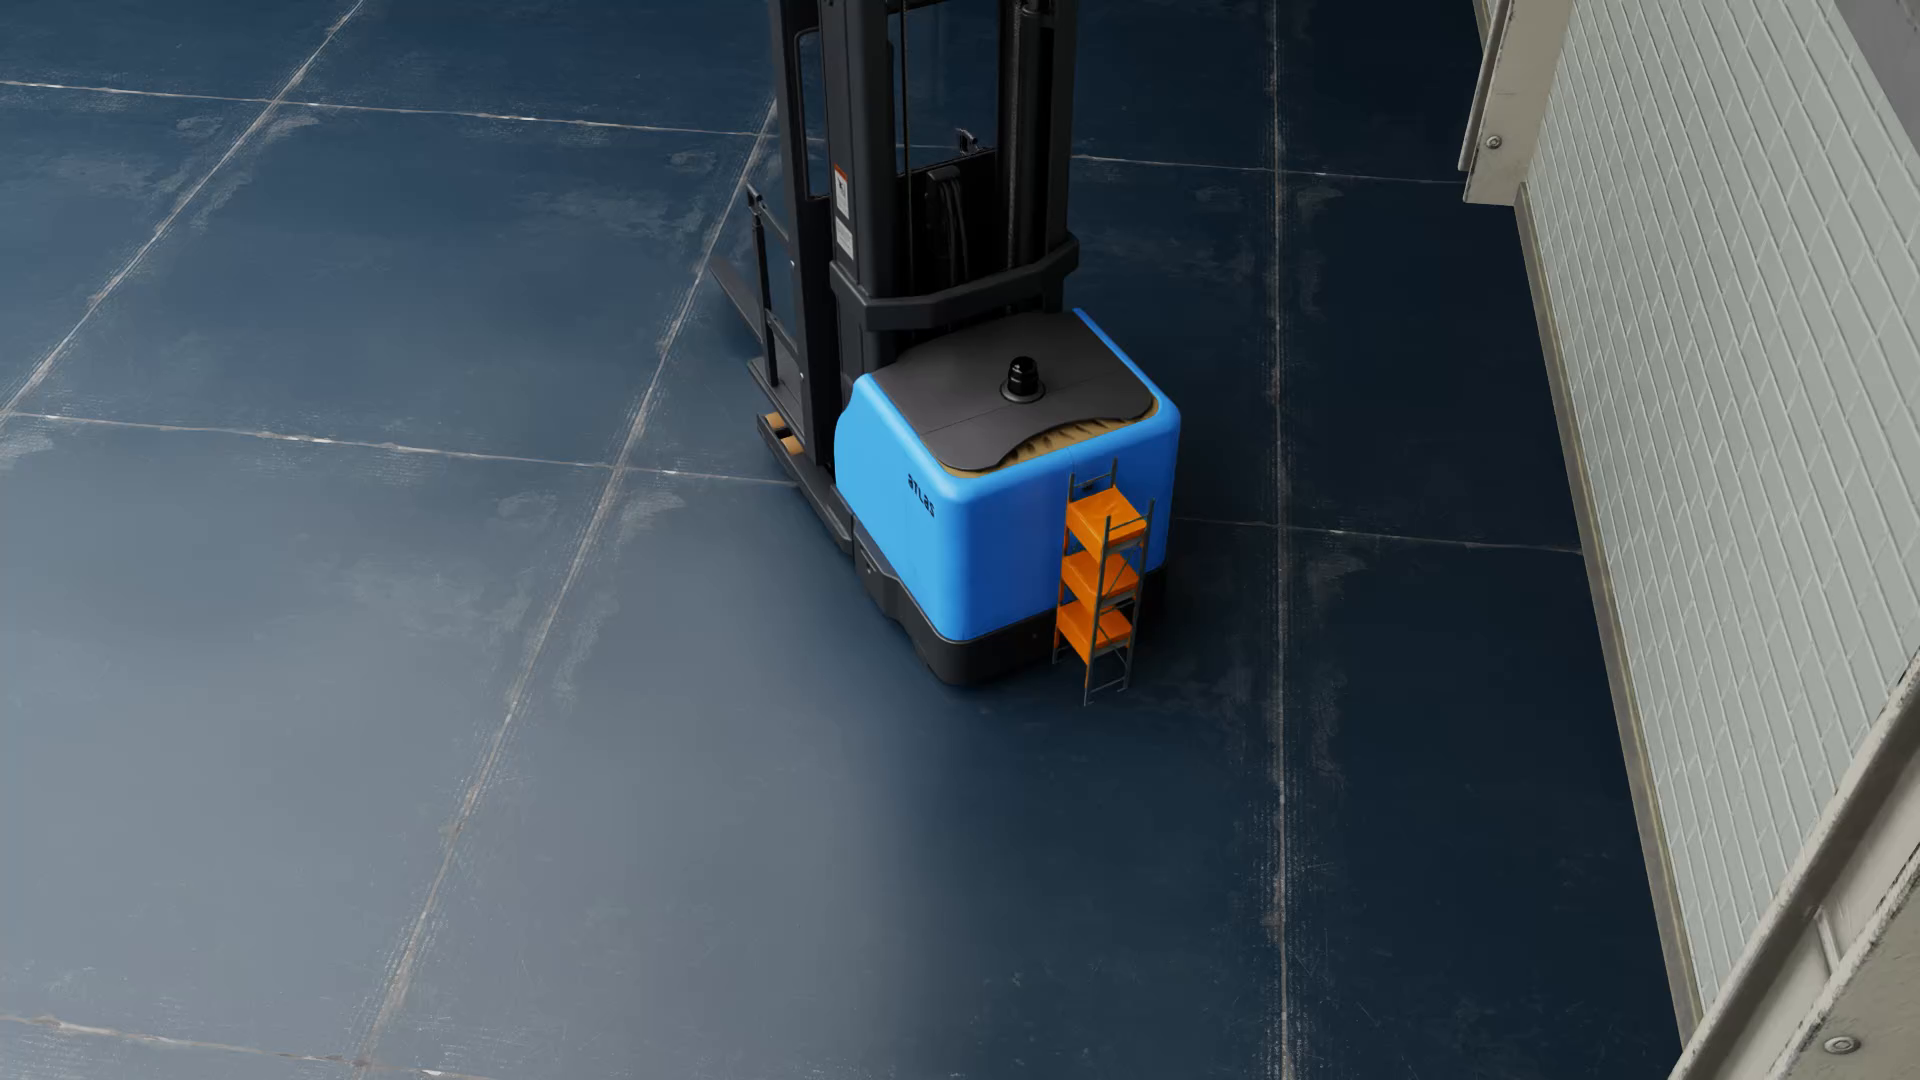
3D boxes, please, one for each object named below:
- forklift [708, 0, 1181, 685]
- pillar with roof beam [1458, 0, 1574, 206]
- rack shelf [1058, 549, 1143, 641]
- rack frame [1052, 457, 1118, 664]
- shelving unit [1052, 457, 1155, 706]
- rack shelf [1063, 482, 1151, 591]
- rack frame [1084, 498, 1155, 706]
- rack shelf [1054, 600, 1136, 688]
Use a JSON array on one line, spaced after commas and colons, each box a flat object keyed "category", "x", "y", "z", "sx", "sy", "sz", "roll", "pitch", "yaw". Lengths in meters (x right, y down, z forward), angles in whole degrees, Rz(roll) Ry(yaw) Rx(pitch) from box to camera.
[{"category": "forklift", "x": -0.280, "y": -1.504, "z": 6.707, "sx": 1.130, "sy": 2.935, "sz": 3.031, "roll": -20, "pitch": 47, "yaw": -20}, {"category": "pillar with roof beam", "x": -1.292, "y": -5.655, "z": 6.677, "sx": 9.100, "sy": 9.000, "sz": 0.400, "roll": 5, "pitch": 44, "yaw": 6}, {"category": "rack shelf", "x": 0.530, "y": 0.185, "z": 6.299, "sx": 0.215, "sy": 0.259, "sz": 0.240, "roll": -21, "pitch": 50, "yaw": -20}, {"category": "rack frame", "x": 0.472, "y": 0.100, "z": 6.366, "sx": 0.200, "sy": 1.050, "sz": 0.008, "roll": -21, "pitch": 50, "yaw": -20}, {"category": "shelving unit", "x": 0.530, "y": 0.177, "z": 6.292, "sx": 0.215, "sy": 1.050, "sz": 0.252, "roll": -21, "pitch": 50, "yaw": -20}, {"category": "rack shelf", "x": 0.536, "y": -0.014, "z": 6.096, "sx": 0.215, "sy": 0.259, "sz": 0.240, "roll": -21, "pitch": 50, "yaw": -20}, {"category": "rack frame", "x": 0.589, "y": 0.255, "z": 6.217, "sx": 0.200, "sy": 1.050, "sz": 0.008, "roll": -21, "pitch": 50, "yaw": -20}, {"category": "rack shelf", "x": 0.524, "y": 0.379, "z": 6.498, "sx": 0.215, "sy": 0.259, "sz": 0.240, "roll": -21, "pitch": 50, "yaw": -20}]
